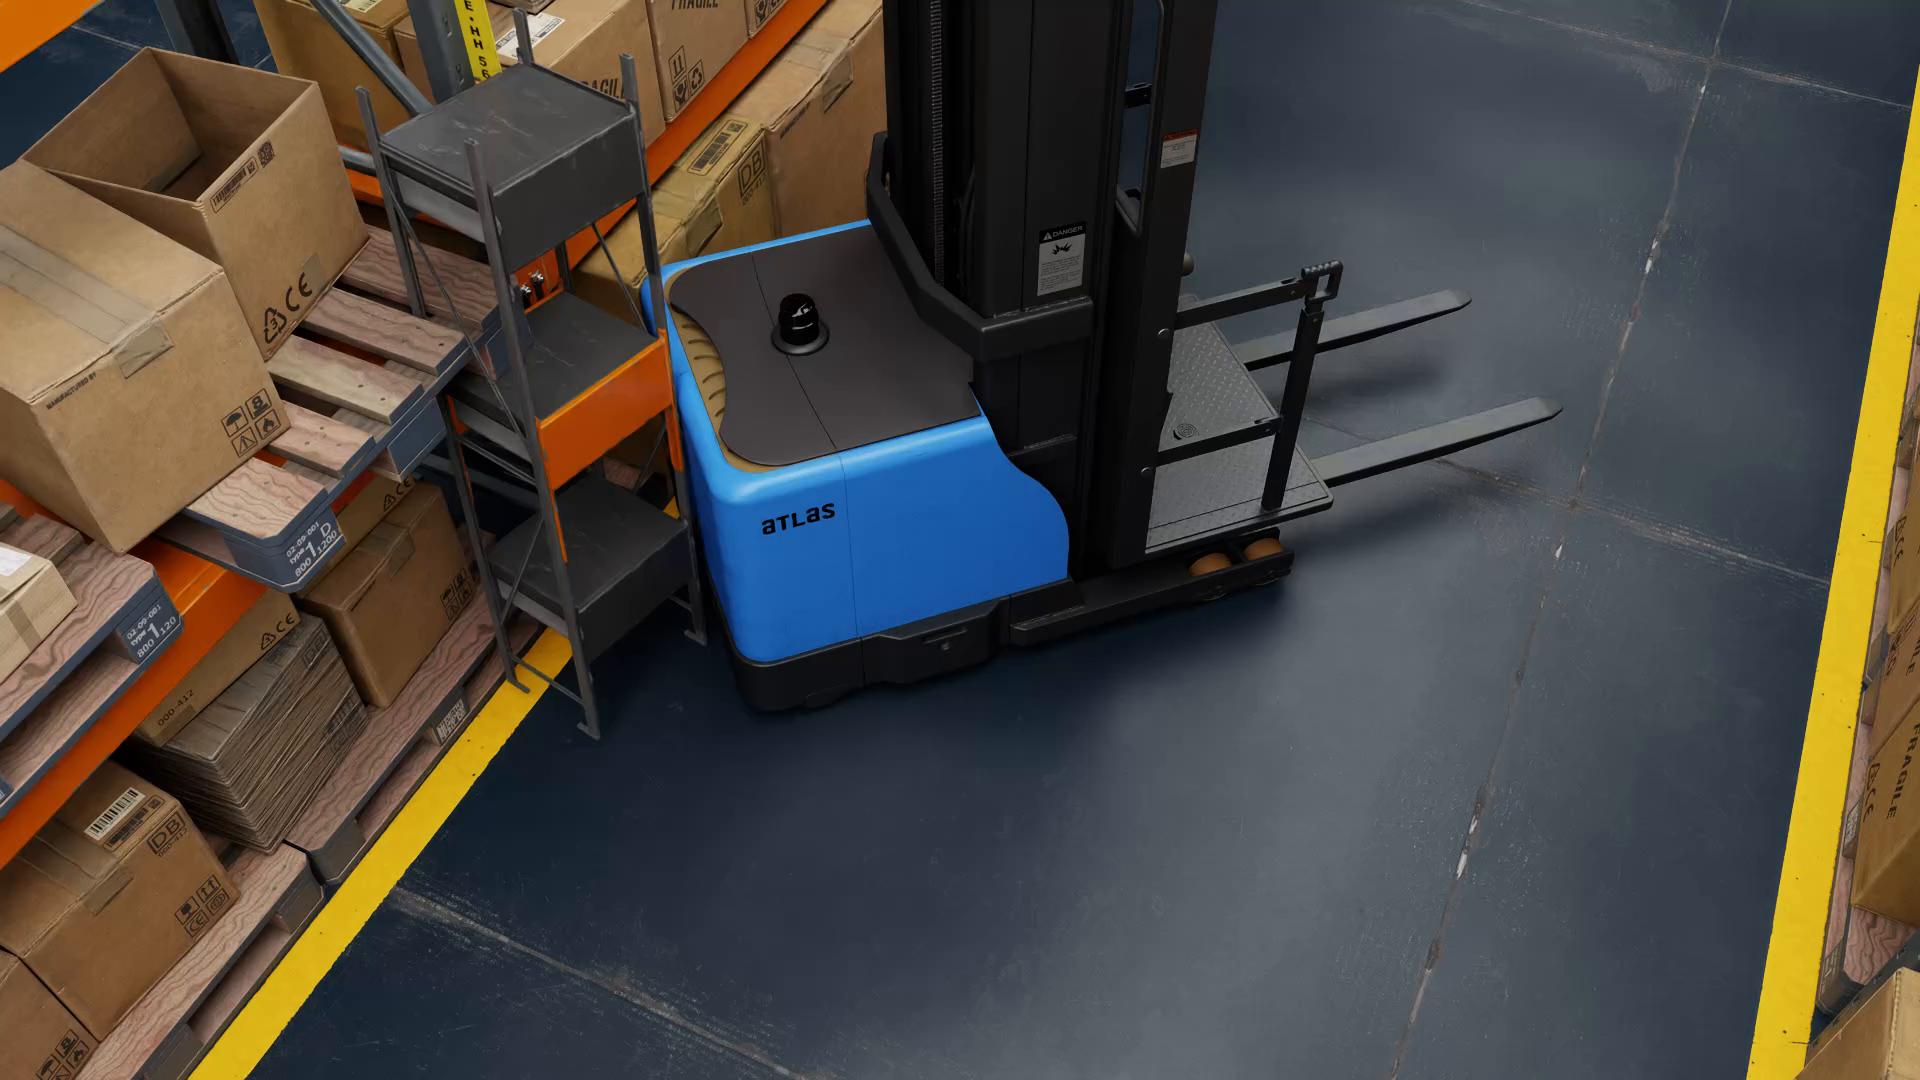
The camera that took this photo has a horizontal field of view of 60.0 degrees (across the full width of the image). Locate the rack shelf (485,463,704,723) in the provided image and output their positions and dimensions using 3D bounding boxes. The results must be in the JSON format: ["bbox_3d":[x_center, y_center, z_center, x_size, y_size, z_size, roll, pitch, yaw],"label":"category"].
[{"bbox_3d":[-1.128,0.157,5.138,0.431,0.518,0.480,28,50,24],"label":"rack shelf"}]

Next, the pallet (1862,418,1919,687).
[{"bbox_3d":[3.609,0.153,5.481,1.003,0.211,1.213,20,52,16],"label":"pallet"}]

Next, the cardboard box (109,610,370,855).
[{"bbox_3d":[-2.184,0.462,4.739,0.700,0.500,0.500,16,51,13],"label":"cardboard box"}]

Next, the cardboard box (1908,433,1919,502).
[{"bbox_3d":[3.469,-0.304,5.404,0.500,0.500,0.500,21,53,17],"label":"cardboard box"}]

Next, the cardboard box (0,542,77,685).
[{"bbox_3d":[-2.158,0.085,3.521,0.396,0.266,0.258,18,52,15],"label":"cardboard box"}]

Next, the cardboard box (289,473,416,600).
[{"bbox_3d":[-1.949,-0.163,4.780,0.500,0.250,0.500,22,53,18],"label":"cardboard box"}]

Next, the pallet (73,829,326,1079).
[{"bbox_3d":[-2.548,1.219,4.574,1.003,0.211,1.213,20,52,16],"label":"pallet"}]

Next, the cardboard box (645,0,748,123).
[{"bbox_3d":[-1.018,-1.693,5.156,0.500,0.500,0.500,19,52,15],"label":"cardboard box"}]

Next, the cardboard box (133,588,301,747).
[{"bbox_3d":[-2.167,0.205,4.466,0.500,0.250,0.500,25,54,20],"label":"cardboard box"}]

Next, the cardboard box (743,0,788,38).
[{"bbox_3d":[-0.802,-2.047,5.457,0.500,0.500,0.500,19,52,15],"label":"cardboard box"}]

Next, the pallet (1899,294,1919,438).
[{"bbox_3d":[4.129,-0.690,6.198,1.003,0.211,1.213,20,52,16],"label":"pallet"}]

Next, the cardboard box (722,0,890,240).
[{"bbox_3d":[-0.989,-1.586,6.250,1.225,0.875,0.875,20,52,16],"label":"cardboard box"}]

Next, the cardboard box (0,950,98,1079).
[{"bbox_3d":[-2.658,1.239,4.078,0.700,0.500,0.500,16,51,13],"label":"cardboard box"}]

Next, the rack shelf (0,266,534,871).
[{"bbox_3d":[-2.544,0.551,3.784,1.077,0.370,4.000,20,52,16],"label":"rack shelf"}]

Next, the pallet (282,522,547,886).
[{"bbox_3d":[-2.025,0.382,5.286,1.003,0.211,1.213,20,52,16],"label":"pallet"}]

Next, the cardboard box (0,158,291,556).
[{"bbox_3d":[-2.033,-0.426,3.801,0.700,0.500,0.500,27,55,21],"label":"cardboard box"}]

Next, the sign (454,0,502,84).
[{"bbox_3d":[-1.195,-1.239,4.126,0.100,0.325,0.005,20,52,16],"label":"sign"}]

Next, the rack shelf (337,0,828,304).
[{"bbox_3d":[-0.836,-2.203,6.127,1.077,0.370,4.000,20,52,16],"label":"rack shelf"}]

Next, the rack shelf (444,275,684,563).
[{"bbox_3d":[-1.111,-0.341,4.646,0.431,0.518,0.480,28,50,24],"label":"rack shelf"}]

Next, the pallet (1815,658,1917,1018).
[{"bbox_3d":[3.087,0.990,4.769,1.003,0.211,1.213,20,52,16],"label":"pallet"}]

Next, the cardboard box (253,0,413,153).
[{"bbox_3d":[-1.703,-1.512,5.001,0.500,0.500,0.500,21,53,17],"label":"cardboard box"}]

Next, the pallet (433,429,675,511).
[{"bbox_3d":[-1.285,-0.674,6.185,1.003,0.211,1.213,20,52,16],"label":"pallet"}]

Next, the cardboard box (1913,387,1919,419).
[{"bbox_3d":[3.680,-0.669,5.715,0.500,0.500,0.500,22,53,18],"label":"cardboard box"}]

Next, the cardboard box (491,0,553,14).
[{"bbox_3d":[-1.363,-1.915,4.685,0.797,0.503,0.637,21,53,17],"label":"cardboard box"}]

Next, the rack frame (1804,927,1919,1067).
[{"bbox_3d":[2.751,0.624,3.249,1.000,3.000,0.127,20,52,16],"label":"rack frame"}]

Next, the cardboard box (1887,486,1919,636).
[{"bbox_3d":[3.233,0.034,5.117,0.500,0.500,0.500,18,52,14],"label":"cardboard box"}]

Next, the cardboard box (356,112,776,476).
[{"bbox_3d":[-1.376,-0.975,5.729,1.225,0.875,0.875,18,52,14],"label":"cardboard box"}]

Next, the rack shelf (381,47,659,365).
[{"bbox_3d":[-1.095,-0.838,4.154,0.431,0.518,0.480,28,50,24],"label":"rack shelf"}]

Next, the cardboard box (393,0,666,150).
[{"bbox_3d":[-1.236,-1.338,4.853,0.500,0.500,0.500,21,53,17],"label":"cardboard box"}]

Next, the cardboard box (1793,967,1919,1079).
[{"bbox_3d":[2.410,1.607,3.614,1.050,0.750,0.750,19,52,16],"label":"cardboard box"}]

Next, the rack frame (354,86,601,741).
[{"bbox_3d":[-1.254,-0.214,4.494,0.400,2.100,0.015,28,50,24],"label":"rack frame"}]

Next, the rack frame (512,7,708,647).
[{"bbox_3d":[-0.968,-0.487,4.779,0.400,2.100,0.015,28,50,24],"label":"rack frame"}]

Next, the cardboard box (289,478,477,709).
[{"bbox_3d":[-1.958,0.076,5.068,0.700,0.500,0.500,17,52,14],"label":"cardboard box"}]

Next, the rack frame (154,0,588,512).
[{"bbox_3d":[-1.690,-1.059,4.682,1.000,3.000,0.127,20,52,16],"label":"rack frame"}]

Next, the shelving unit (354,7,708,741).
[{"bbox_3d":[-1.111,-0.351,4.636,0.431,2.100,0.503,28,50,24],"label":"shelving unit"}]

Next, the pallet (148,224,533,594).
[{"bbox_3d":[-1.898,-0.471,4.308,1.213,0.211,1.003,20,52,16],"label":"pallet"}]

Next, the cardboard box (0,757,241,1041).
[{"bbox_3d":[-2.420,0.855,4.405,0.700,0.500,0.500,24,54,19],"label":"cardboard box"}]

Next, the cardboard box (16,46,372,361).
[{"bbox_3d":[-1.885,-0.843,4.156,0.500,0.500,0.500,14,51,12],"label":"cardboard box"}]

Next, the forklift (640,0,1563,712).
[{"bbox_3d":[0.588,-1.112,4.772,3.031,2.935,1.130,-15,51,-13],"label":"forklift"}]

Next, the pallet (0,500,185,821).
[{"bbox_3d":[-2.499,0.380,3.583,1.003,0.211,1.213,20,52,16],"label":"pallet"}]

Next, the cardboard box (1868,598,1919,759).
[{"bbox_3d":[3.021,0.404,4.802,0.500,0.500,0.500,22,53,18],"label":"cardboard box"}]

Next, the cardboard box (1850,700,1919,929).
[{"bbox_3d":[2.796,0.760,4.499,0.500,0.500,0.500,20,52,16],"label":"cardboard box"}]
